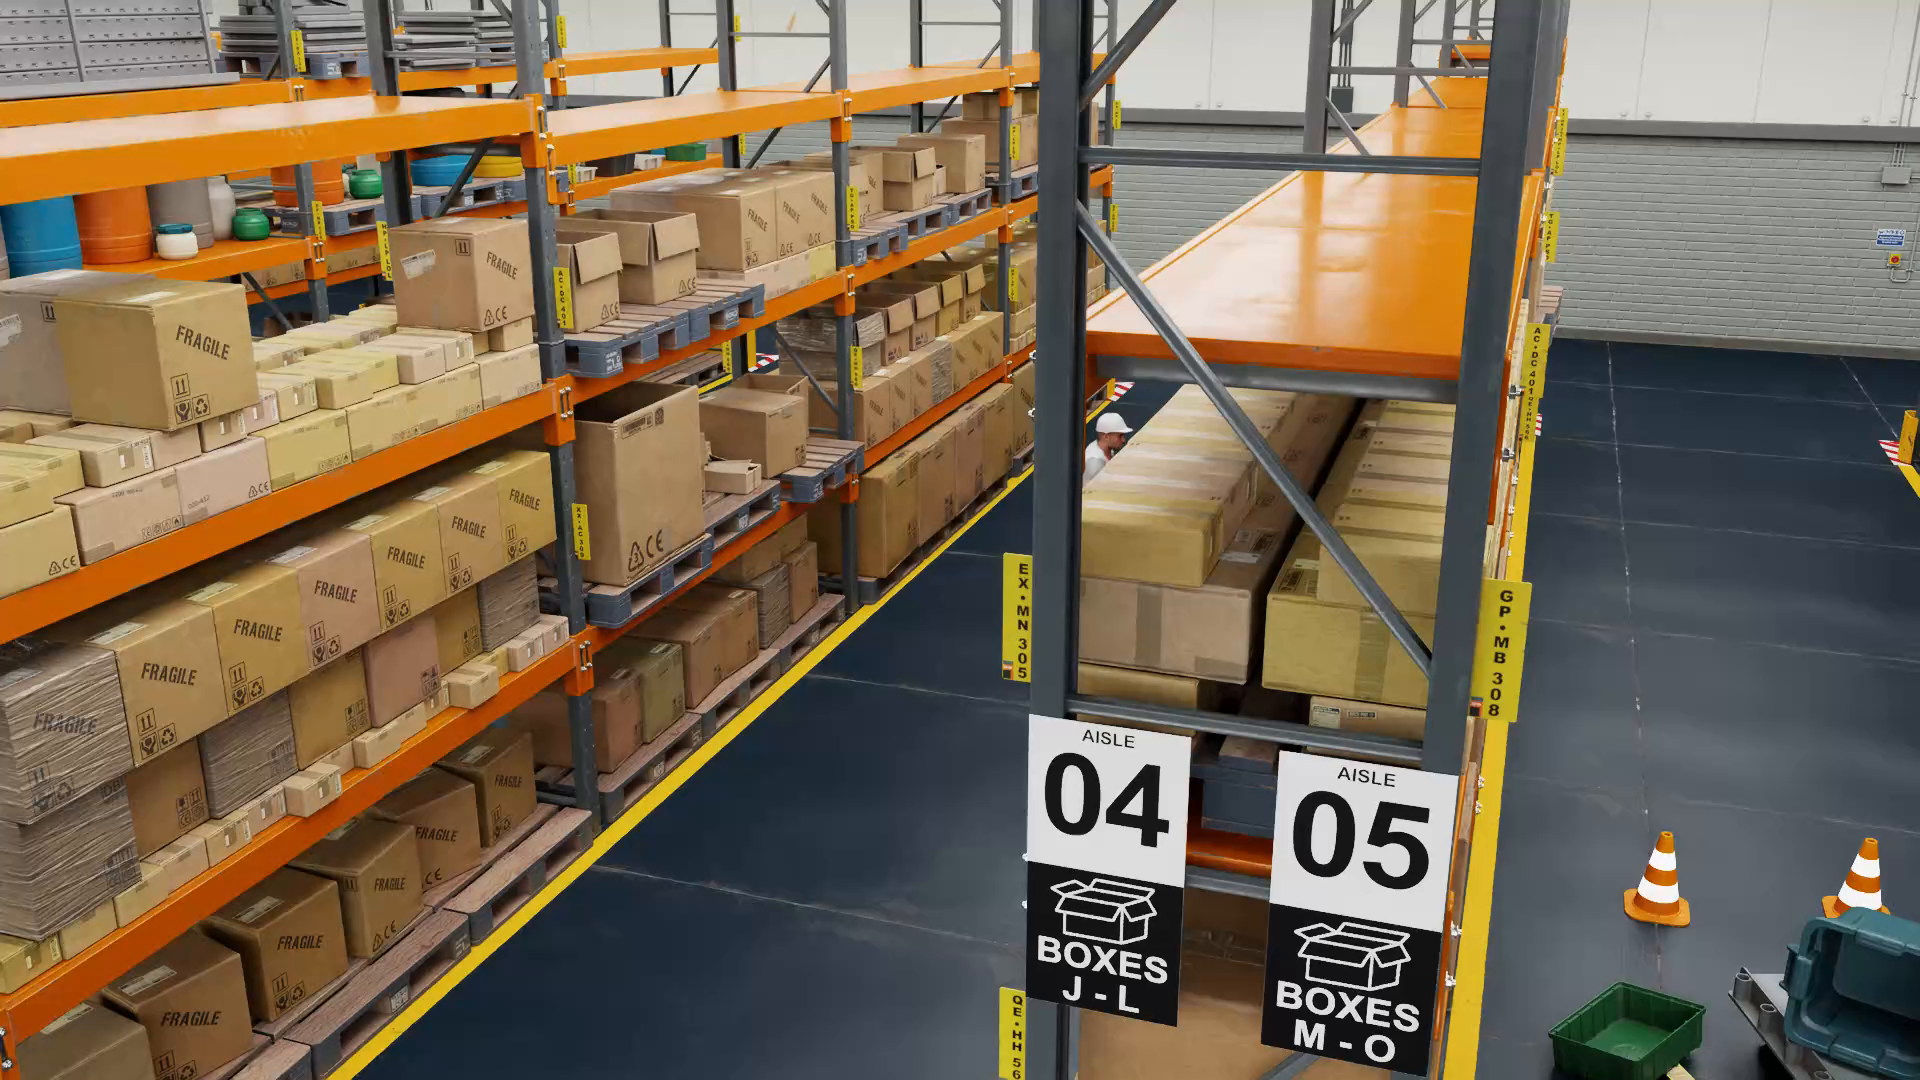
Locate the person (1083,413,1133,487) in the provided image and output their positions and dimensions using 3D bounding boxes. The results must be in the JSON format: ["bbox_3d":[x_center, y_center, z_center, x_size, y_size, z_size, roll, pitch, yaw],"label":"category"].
[{"bbox_3d":[1.085,-0.115,12.880,0.455,1.779,0.610,6,19,18],"label":"person"}]
